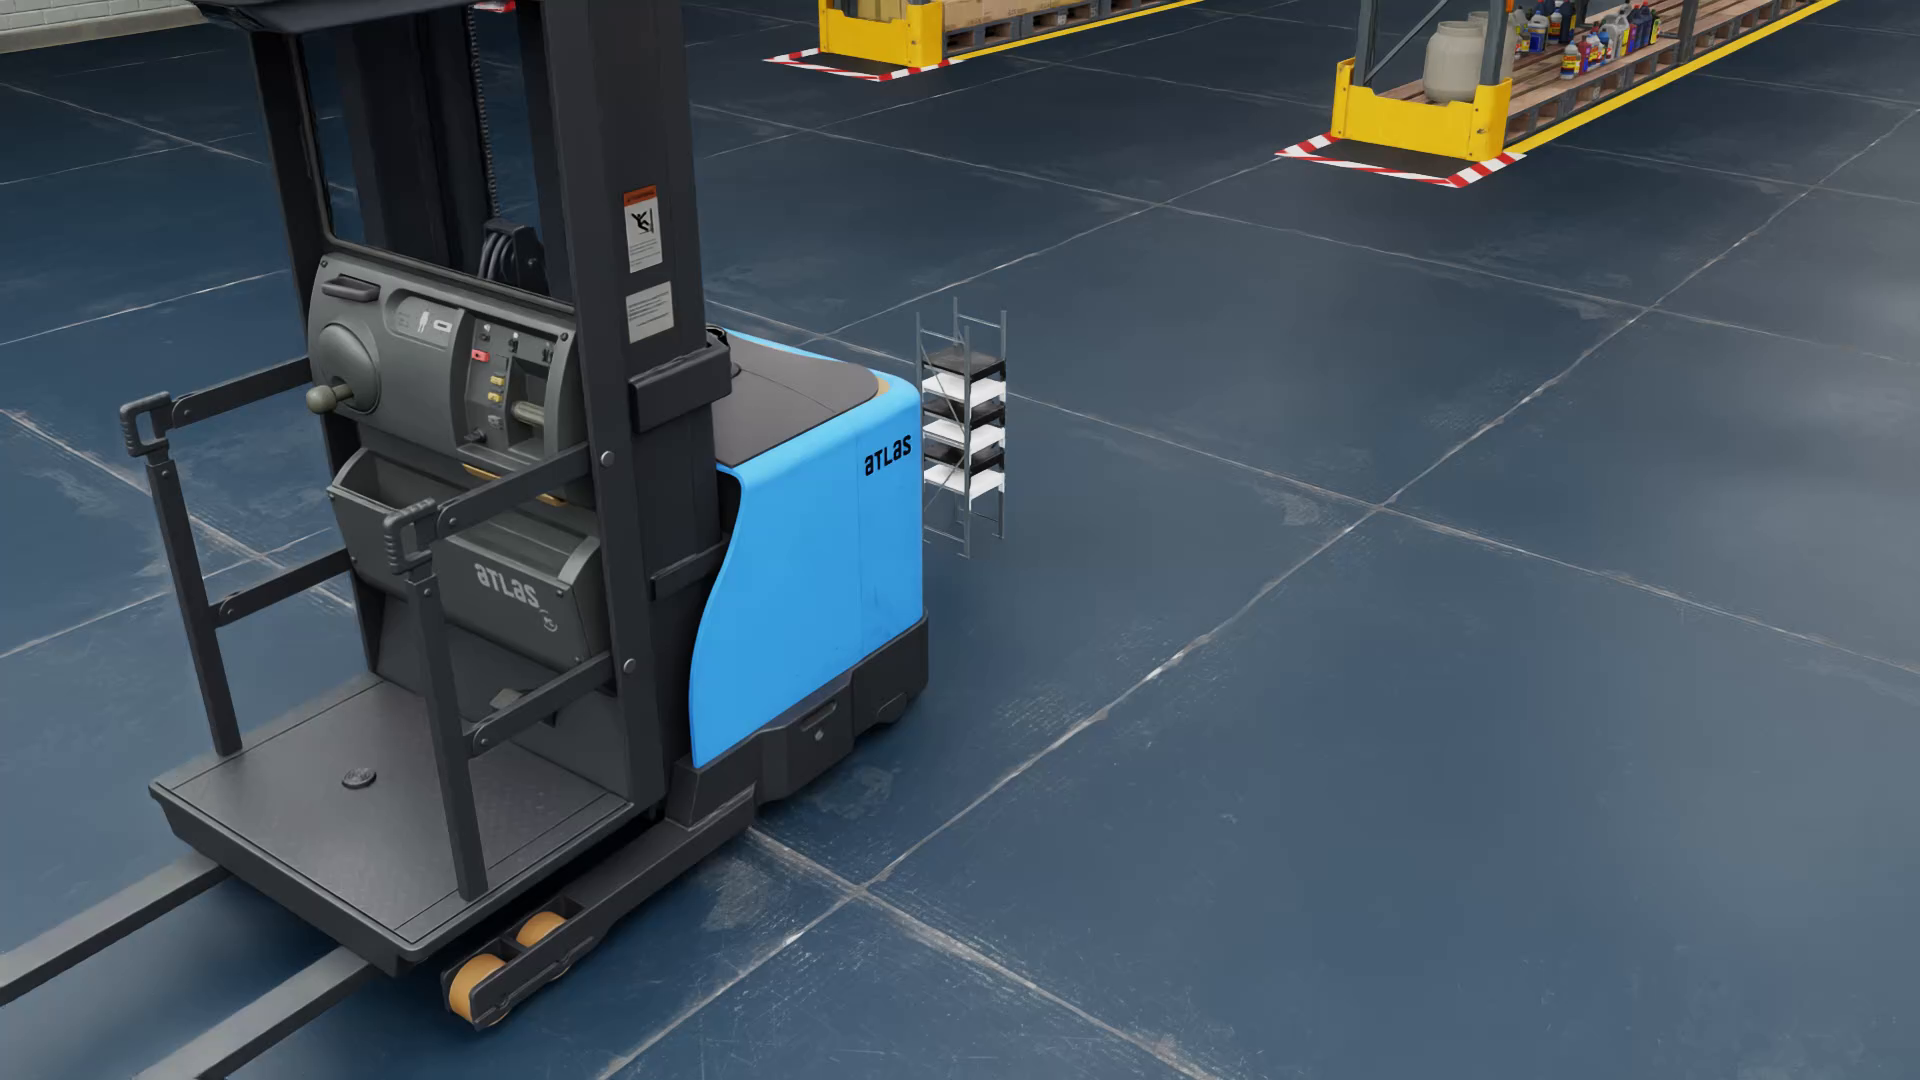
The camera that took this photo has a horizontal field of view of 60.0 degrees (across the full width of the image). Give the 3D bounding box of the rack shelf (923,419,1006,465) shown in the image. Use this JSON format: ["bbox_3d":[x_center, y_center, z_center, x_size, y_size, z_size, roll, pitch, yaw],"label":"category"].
[{"bbox_3d":[0.005,-0.373,6.064,0.258,0.077,0.200,21,34,34],"label":"rack shelf"}]

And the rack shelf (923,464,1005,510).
[{"bbox_3d":[0.005,-0.213,6.147,0.258,0.077,0.200,21,34,34],"label":"rack shelf"}]

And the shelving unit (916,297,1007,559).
[{"bbox_3d":[0.005,-0.403,6.049,0.258,0.900,0.210,21,34,34],"label":"shelving unit"}]

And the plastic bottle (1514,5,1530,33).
[{"bbox_3d":[4.470,-4.101,13.316,0.144,0.351,0.185,20,34,34],"label":"plastic bottle"}]

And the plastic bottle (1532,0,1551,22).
[{"bbox_3d":[4.740,-4.251,13.608,0.144,0.351,0.185,19,33,32],"label":"plastic bottle"}]

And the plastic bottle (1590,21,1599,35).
[{"bbox_3d":[4.990,-3.933,13.065,0.061,0.283,0.133,21,34,34],"label":"plastic bottle"}]

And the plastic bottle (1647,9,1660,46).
[{"bbox_3d":[5.642,-4.186,13.555,0.061,0.283,0.133,23,35,37],"label":"plastic bottle"}]

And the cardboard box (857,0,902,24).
[{"bbox_3d":[-0.557,-4.737,14.678,0.500,0.250,0.500,21,34,34],"label":"cardboard box"}]

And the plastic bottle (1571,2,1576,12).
[{"bbox_3d":[5.051,-4.315,13.804,0.061,0.283,0.133,21,34,34],"label":"plastic bottle"}]

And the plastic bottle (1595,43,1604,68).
[{"bbox_3d":[4.888,-3.743,12.787,0.097,0.201,0.097,0,27,0],"label":"plastic bottle"}]

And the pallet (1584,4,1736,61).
[{"bbox_3d":[6.163,-4.516,14.749,1.003,0.211,1.213,21,34,34],"label":"pallet"}]

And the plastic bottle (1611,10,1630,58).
[{"bbox_3d":[5.179,-3.988,13.099,0.144,0.351,0.185,21,34,34],"label":"plastic bottle"}]

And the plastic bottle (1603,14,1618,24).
[{"bbox_3d":[5.254,-4.104,13.404,0.152,0.276,0.135,21,34,34],"label":"plastic bottle"}]

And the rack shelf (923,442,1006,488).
[{"bbox_3d":[0.005,-0.293,6.105,0.258,0.077,0.200,21,34,34],"label":"rack shelf"}]

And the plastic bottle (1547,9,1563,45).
[{"bbox_3d":[4.861,-4.196,13.588,0.097,0.271,0.097,0,27,0],"label":"plastic bottle"}]

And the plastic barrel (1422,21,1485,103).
[{"bbox_3d":[3.509,-3.383,11.776,0.421,0.512,0.421,0,27,0],"label":"plastic barrel"}]

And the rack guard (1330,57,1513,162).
[{"bbox_3d":[3.162,-2.977,11.460,1.175,0.500,0.348,21,34,34],"label":"rack guard"}]

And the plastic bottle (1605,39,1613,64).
[{"bbox_3d":[5.019,-3.815,12.928,0.097,0.201,0.097,0,27,0],"label":"plastic bottle"}]

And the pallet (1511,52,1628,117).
[{"bbox_3d":[4.459,-3.565,12.912,1.003,0.211,1.213,21,34,34],"label":"pallet"}]

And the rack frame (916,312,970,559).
[{"bbox_3d":[-0.059,-0.367,5.979,0.240,0.900,0.006,21,34,34],"label":"rack frame"}]

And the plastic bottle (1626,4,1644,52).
[{"bbox_3d":[5.384,-4.103,13.320,0.144,0.351,0.185,19,33,32],"label":"plastic bottle"}]

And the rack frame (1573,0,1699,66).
[{"bbox_3d":[5.694,-5.464,13.548,1.000,3.000,0.127,21,34,34],"label":"rack frame"}]

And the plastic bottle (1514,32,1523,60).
[{"bbox_3d":[4.357,-3.879,13.050,0.097,0.201,0.097,0,27,0],"label":"plastic bottle"}]

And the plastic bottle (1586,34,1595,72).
[{"bbox_3d":[4.761,-3.703,12.634,0.097,0.271,0.097,0,27,0],"label":"plastic bottle"}]

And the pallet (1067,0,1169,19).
[{"bbox_3d":[1.336,-5.405,16.469,1.003,0.211,1.213,21,34,34],"label":"pallet"}]

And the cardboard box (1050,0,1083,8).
[{"bbox_3d":[0.798,-5.117,15.412,0.500,0.250,0.500,21,34,34],"label":"cardboard box"}]

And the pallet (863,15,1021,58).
[{"bbox_3d":[-0.216,-4.540,14.796,1.003,0.211,1.213,21,34,34],"label":"pallet"}]

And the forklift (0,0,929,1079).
[{"bbox_3d":[-1.374,-0.390,3.814,1.130,2.935,3.031,19,33,32],"label":"forklift"}]

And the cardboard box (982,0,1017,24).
[{"bbox_3d":[0.158,-4.764,14.730,0.500,0.250,0.500,21,34,34],"label":"cardboard box"}]

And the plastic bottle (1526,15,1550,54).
[{"bbox_3d":[4.600,-4.033,13.267,0.152,0.276,0.135,21,34,34],"label":"plastic bottle"}]

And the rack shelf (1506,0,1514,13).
[{"bbox_3d":[4.422,-4.436,12.343,1.077,0.370,4.000,21,34,34],"label":"rack shelf"}]

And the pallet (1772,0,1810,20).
[{"bbox_3d":[7.715,-5.381,16.421,1.003,0.211,1.213,21,34,34],"label":"pallet"}]

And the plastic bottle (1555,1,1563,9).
[{"bbox_3d":[4.968,-4.343,13.865,0.152,0.276,0.135,22,35,36],"label":"plastic bottle"}]

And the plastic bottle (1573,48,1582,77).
[{"bbox_3d":[4.609,-3.587,12.486,0.097,0.201,0.097,0,27,0],"label":"plastic bottle"}]

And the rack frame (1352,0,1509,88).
[{"bbox_3d":[3.149,-4.046,10.807,1.000,3.000,0.127,21,34,34],"label":"rack frame"}]
